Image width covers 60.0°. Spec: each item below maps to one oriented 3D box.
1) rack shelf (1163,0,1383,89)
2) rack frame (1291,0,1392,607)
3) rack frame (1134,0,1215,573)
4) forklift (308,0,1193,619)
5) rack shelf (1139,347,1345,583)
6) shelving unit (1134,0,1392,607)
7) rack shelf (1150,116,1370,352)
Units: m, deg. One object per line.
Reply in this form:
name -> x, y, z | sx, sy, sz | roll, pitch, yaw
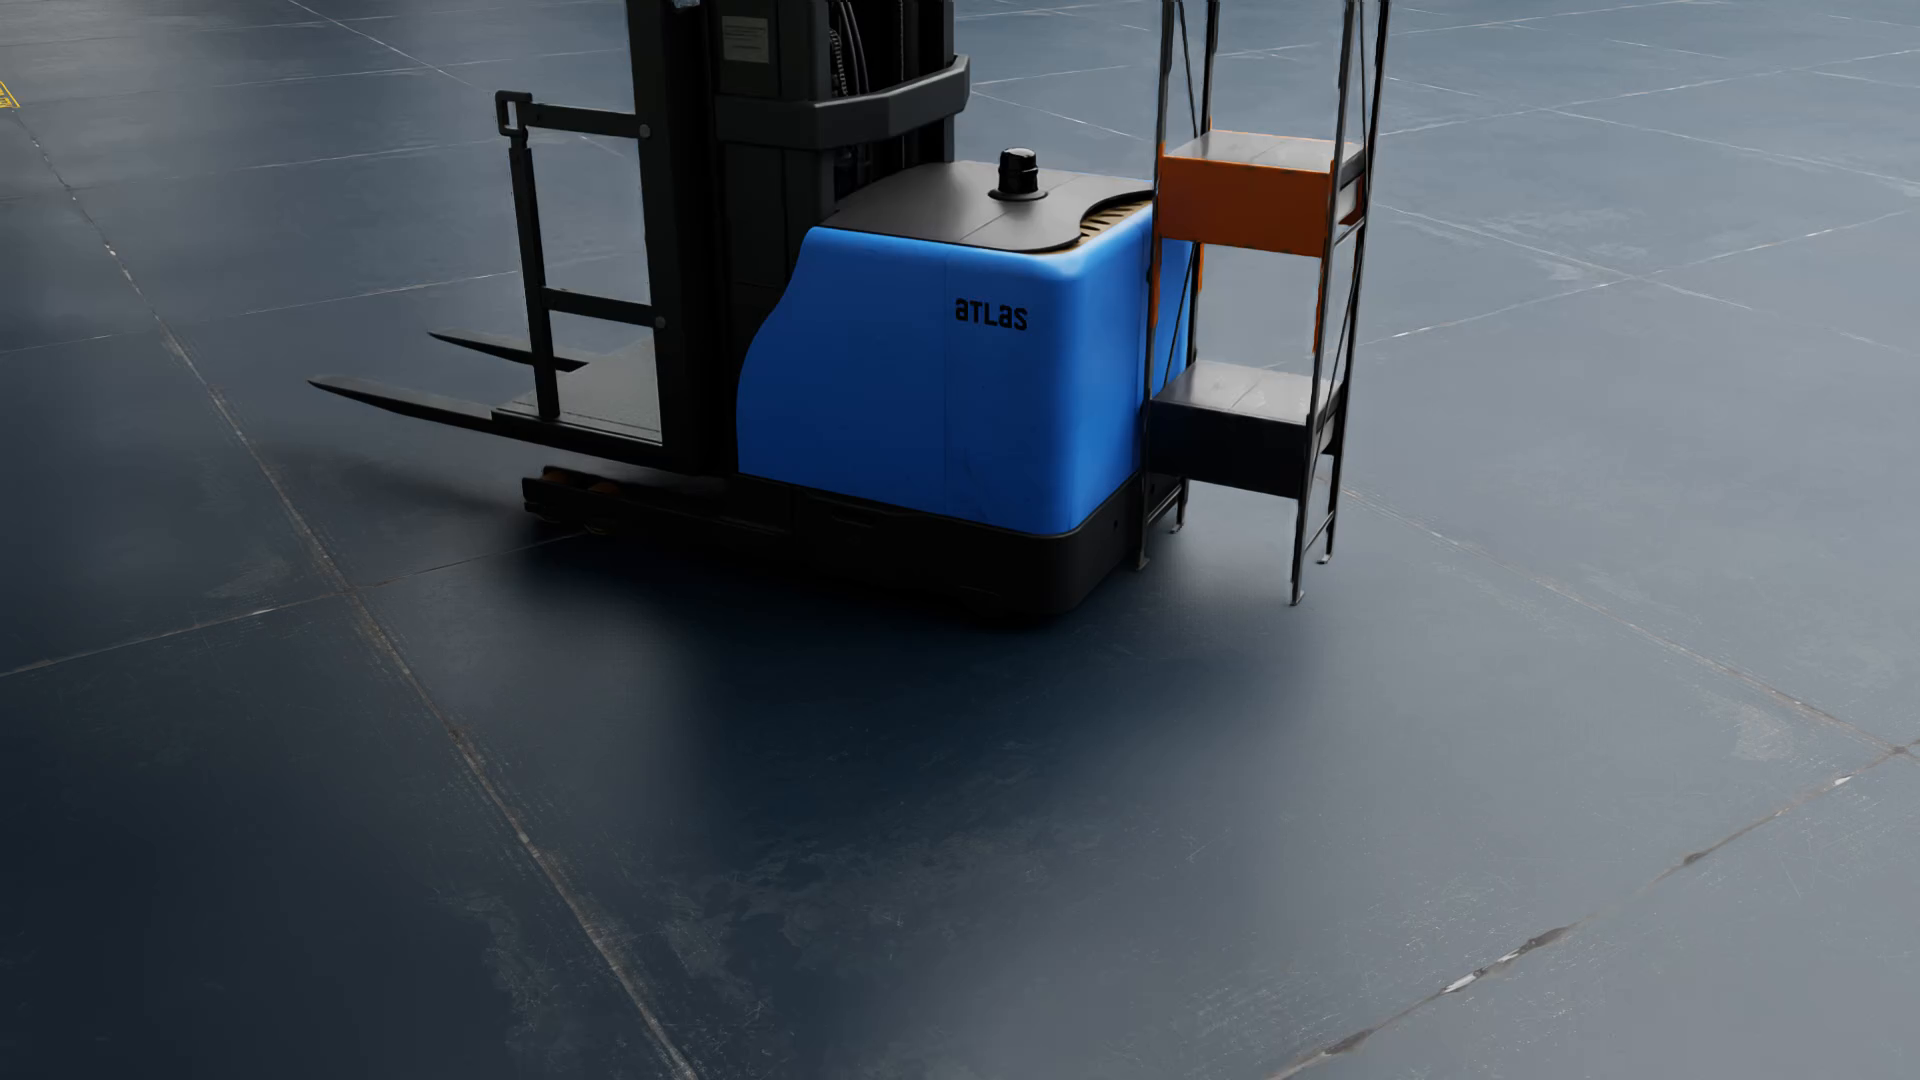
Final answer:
rack shelf -> 0.844, -1.500, 4.361 | 0.480, 0.518, 0.431 | 12, 28, 24
rack frame -> 1.061, -0.832, 4.554 | 0.015, 2.100, 0.400 | 12, 28, 24
rack frame -> 0.626, -0.927, 4.754 | 0.015, 2.100, 0.400 | 12, 28, 24
forklift -> -0.830, -1.527, 5.051 | 3.031, 2.935, 1.130 | 12, 28, 24
rack shelf -> 0.844, -0.234, 4.958 | 0.480, 0.518, 0.431 | 12, 28, 24
shelving unit -> 0.844, -0.880, 4.654 | 0.503, 2.100, 0.431 | 12, 28, 24
rack shelf -> 0.844, -0.867, 4.660 | 0.480, 0.518, 0.431 | 12, 28, 24
